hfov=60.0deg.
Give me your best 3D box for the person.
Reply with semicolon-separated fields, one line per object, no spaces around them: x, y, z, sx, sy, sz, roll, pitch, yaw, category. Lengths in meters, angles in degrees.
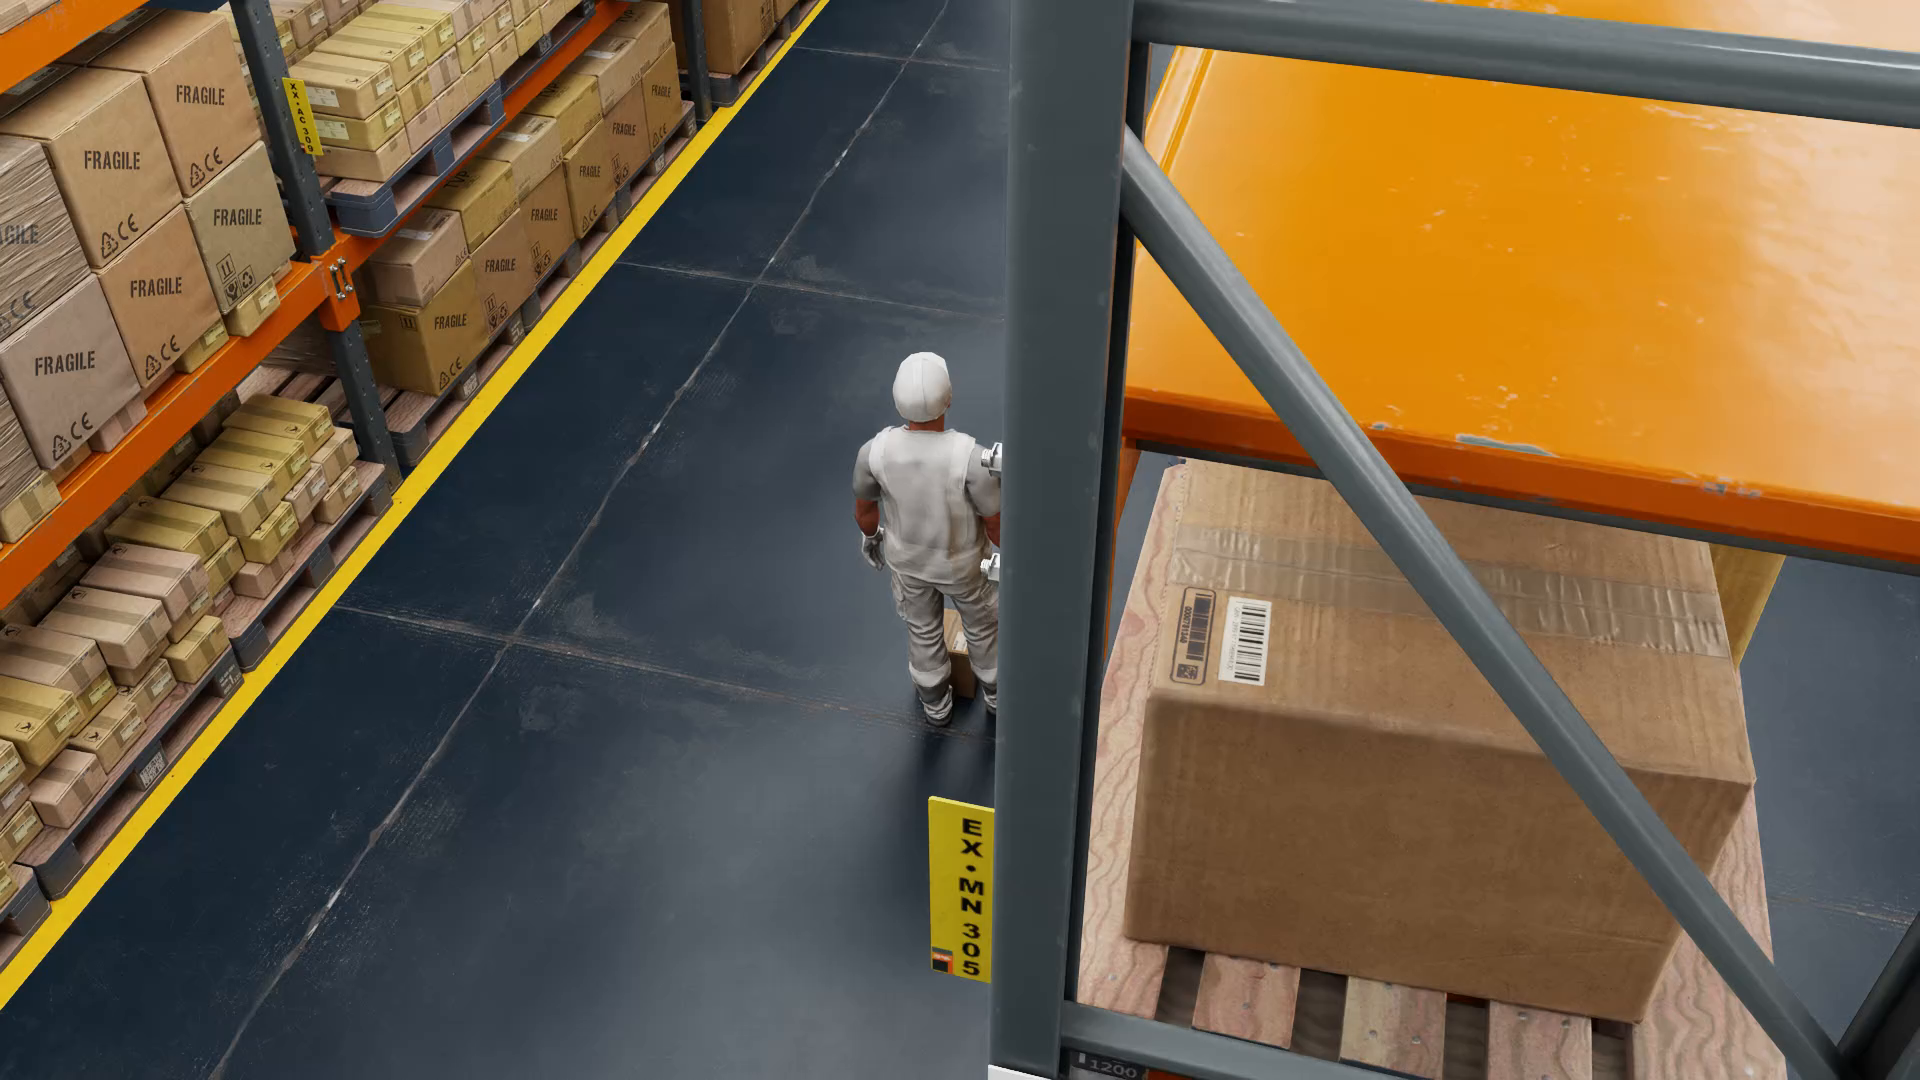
-0.050;0.004;6.286;0.638;1.789;0.563;10;42;11;person
